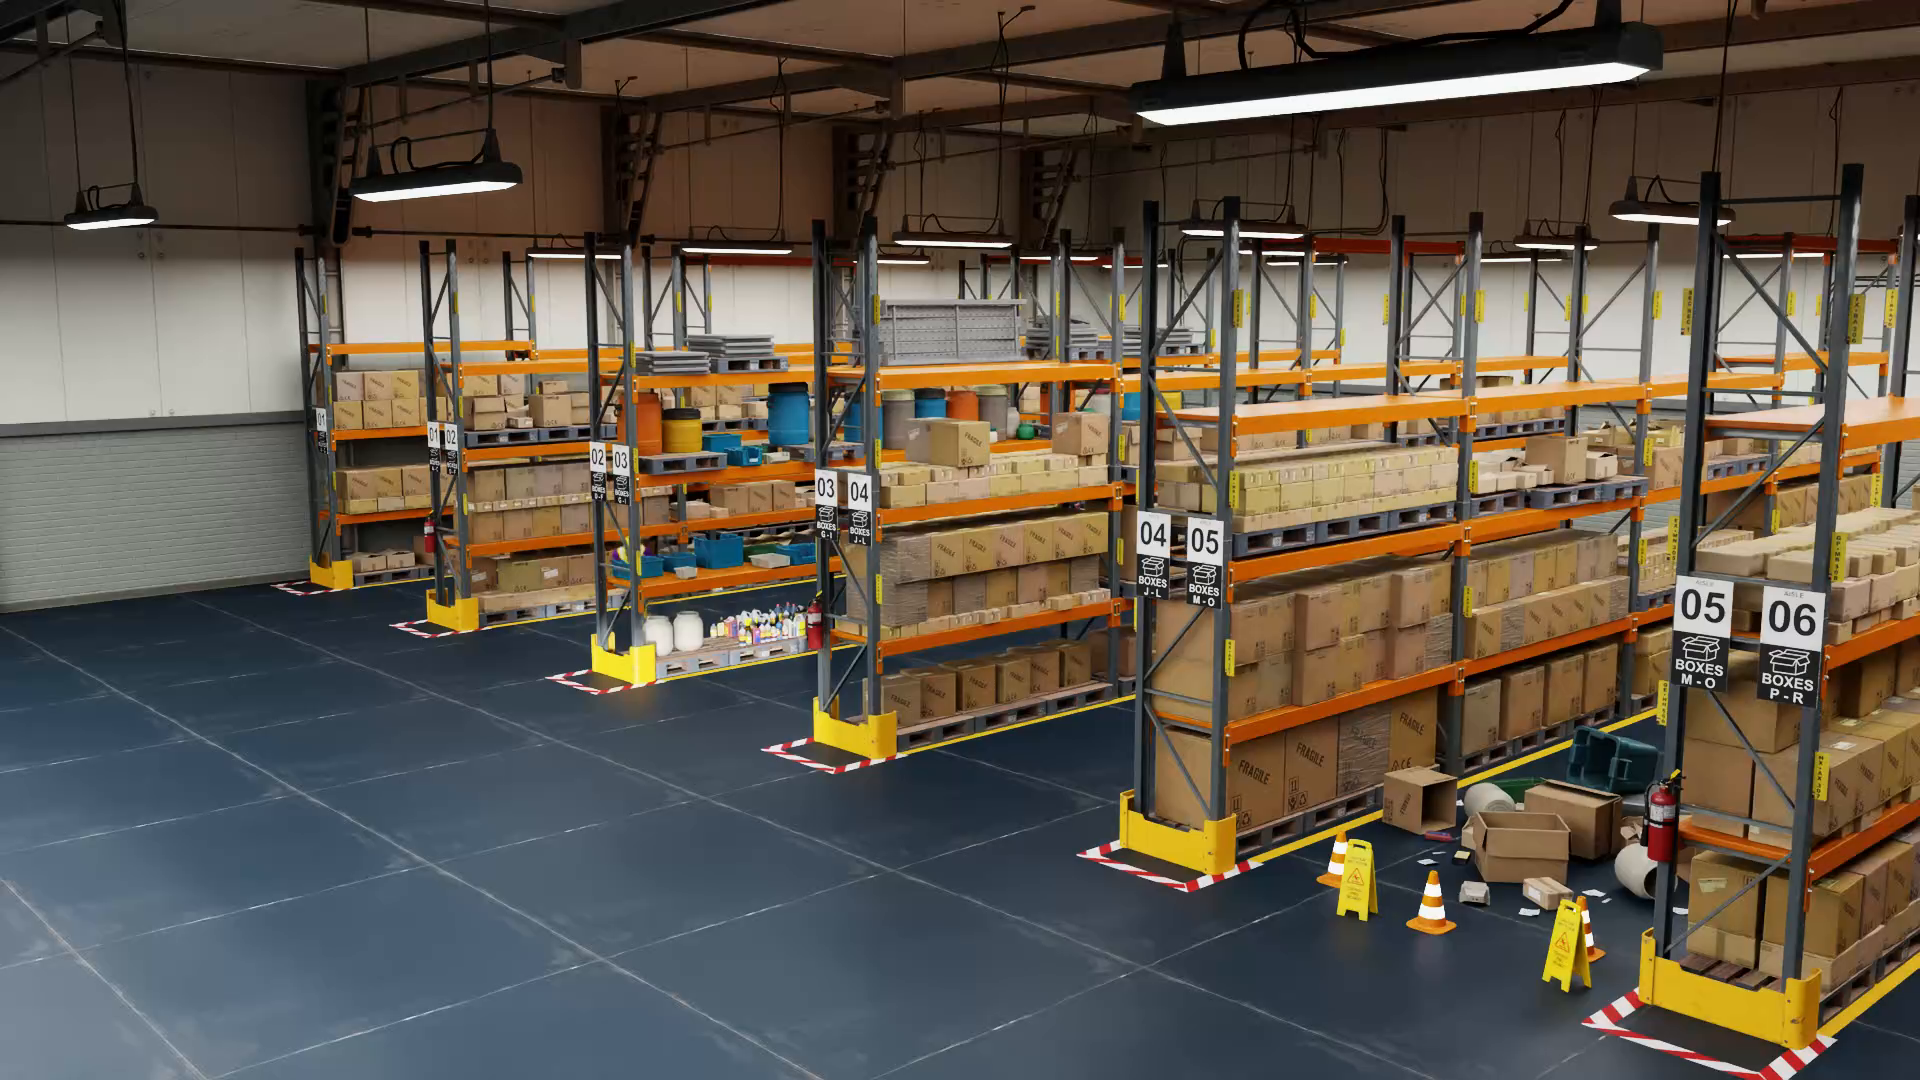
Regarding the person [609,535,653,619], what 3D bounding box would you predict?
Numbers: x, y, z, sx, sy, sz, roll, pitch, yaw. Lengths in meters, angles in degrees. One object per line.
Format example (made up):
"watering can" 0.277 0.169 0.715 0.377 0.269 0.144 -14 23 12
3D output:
"person" -5.049 0.646 25.717 0.708 1.559 1.074 0 8 -2
